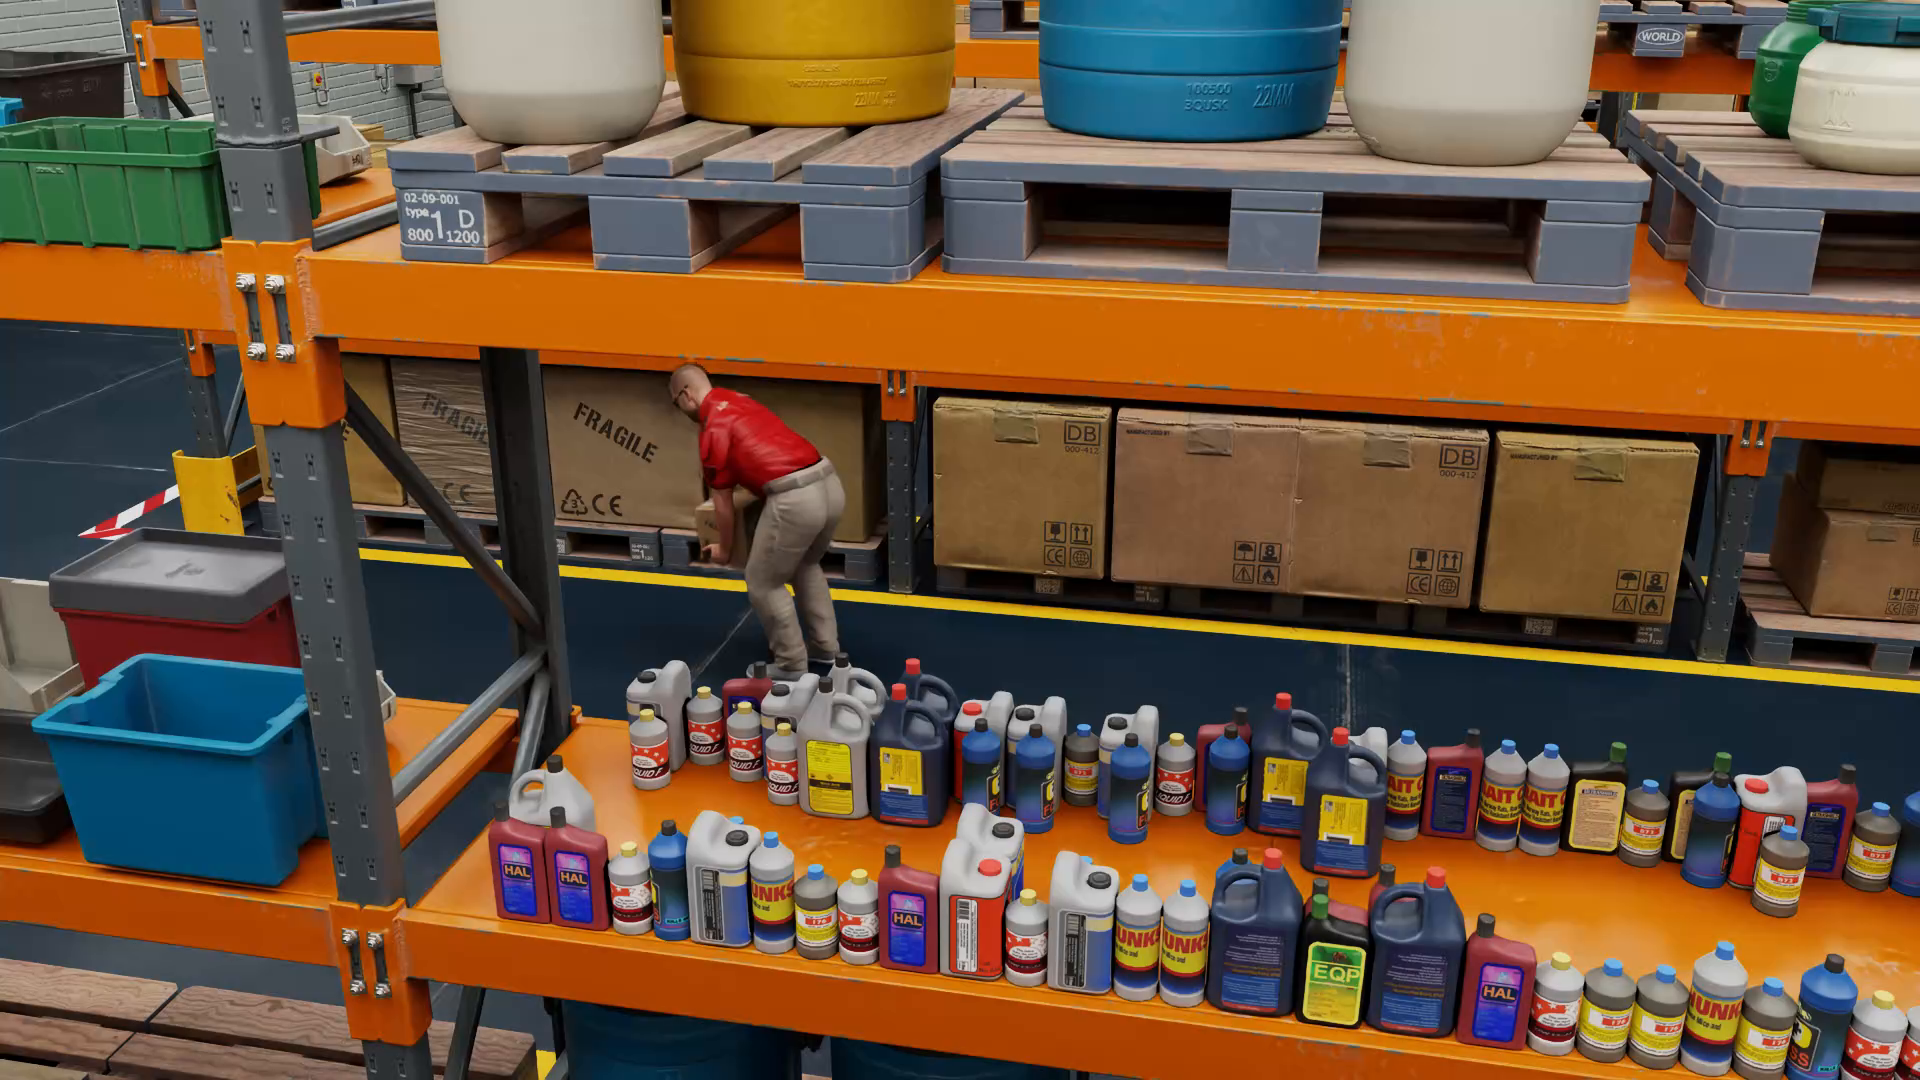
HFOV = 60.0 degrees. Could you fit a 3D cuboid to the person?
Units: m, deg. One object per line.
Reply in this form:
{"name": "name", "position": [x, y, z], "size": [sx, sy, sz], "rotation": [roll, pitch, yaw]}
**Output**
{"name": "person", "position": [-0.943, -0.079, 7.710], "size": [0.833, 1.443, 0.478], "rotation": [10, 24, 25]}
